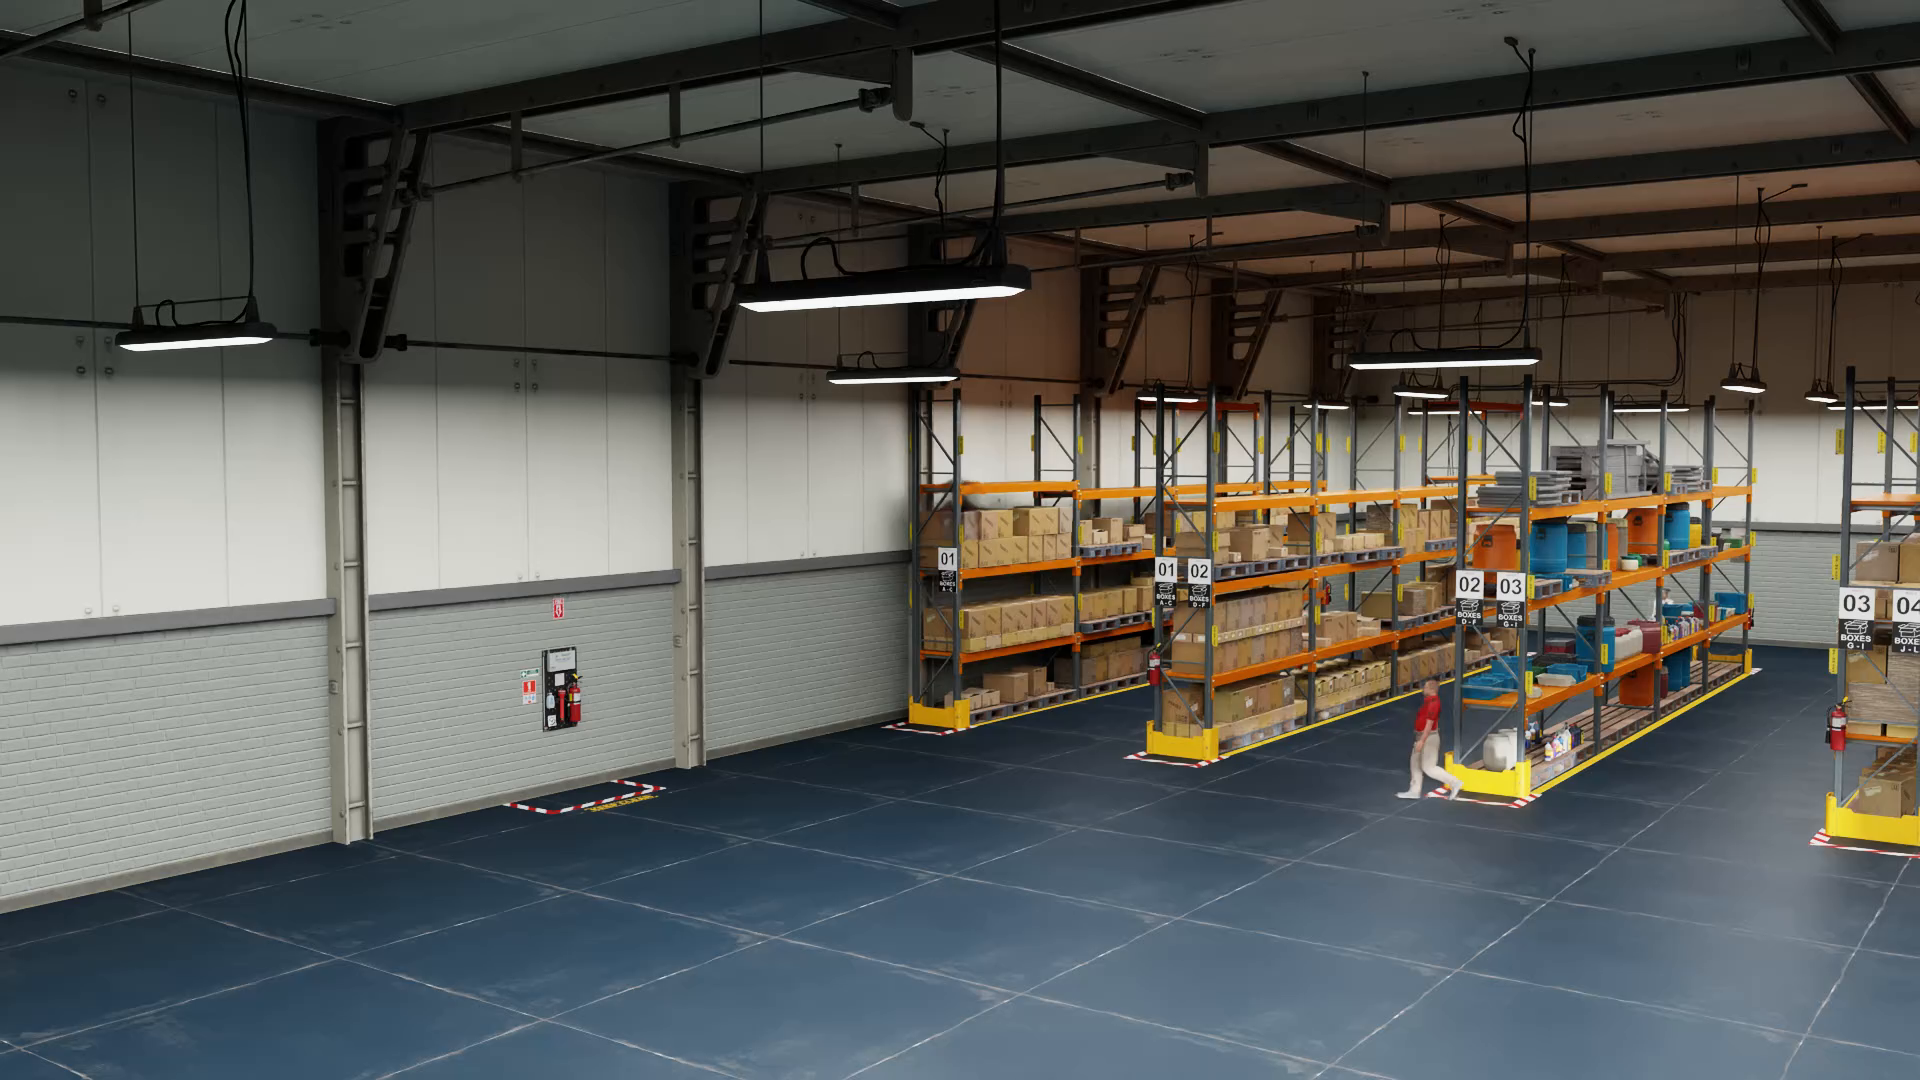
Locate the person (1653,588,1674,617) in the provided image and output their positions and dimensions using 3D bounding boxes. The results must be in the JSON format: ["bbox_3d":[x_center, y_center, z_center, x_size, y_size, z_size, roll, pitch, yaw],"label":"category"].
[{"bbox_3d":[16.460,1.961,38.866,0.494,1.704,0.489,1,3,15],"label":"person"}]

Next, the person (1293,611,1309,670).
[{"bbox_3d":[7.096,2.102,35.262,0.615,1.742,0.975,2,4,33],"label":"person"}]

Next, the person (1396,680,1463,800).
[{"bbox_3d":[6.592,2.815,23.352,0.839,1.701,0.515,0,3,6],"label":"person"}]
